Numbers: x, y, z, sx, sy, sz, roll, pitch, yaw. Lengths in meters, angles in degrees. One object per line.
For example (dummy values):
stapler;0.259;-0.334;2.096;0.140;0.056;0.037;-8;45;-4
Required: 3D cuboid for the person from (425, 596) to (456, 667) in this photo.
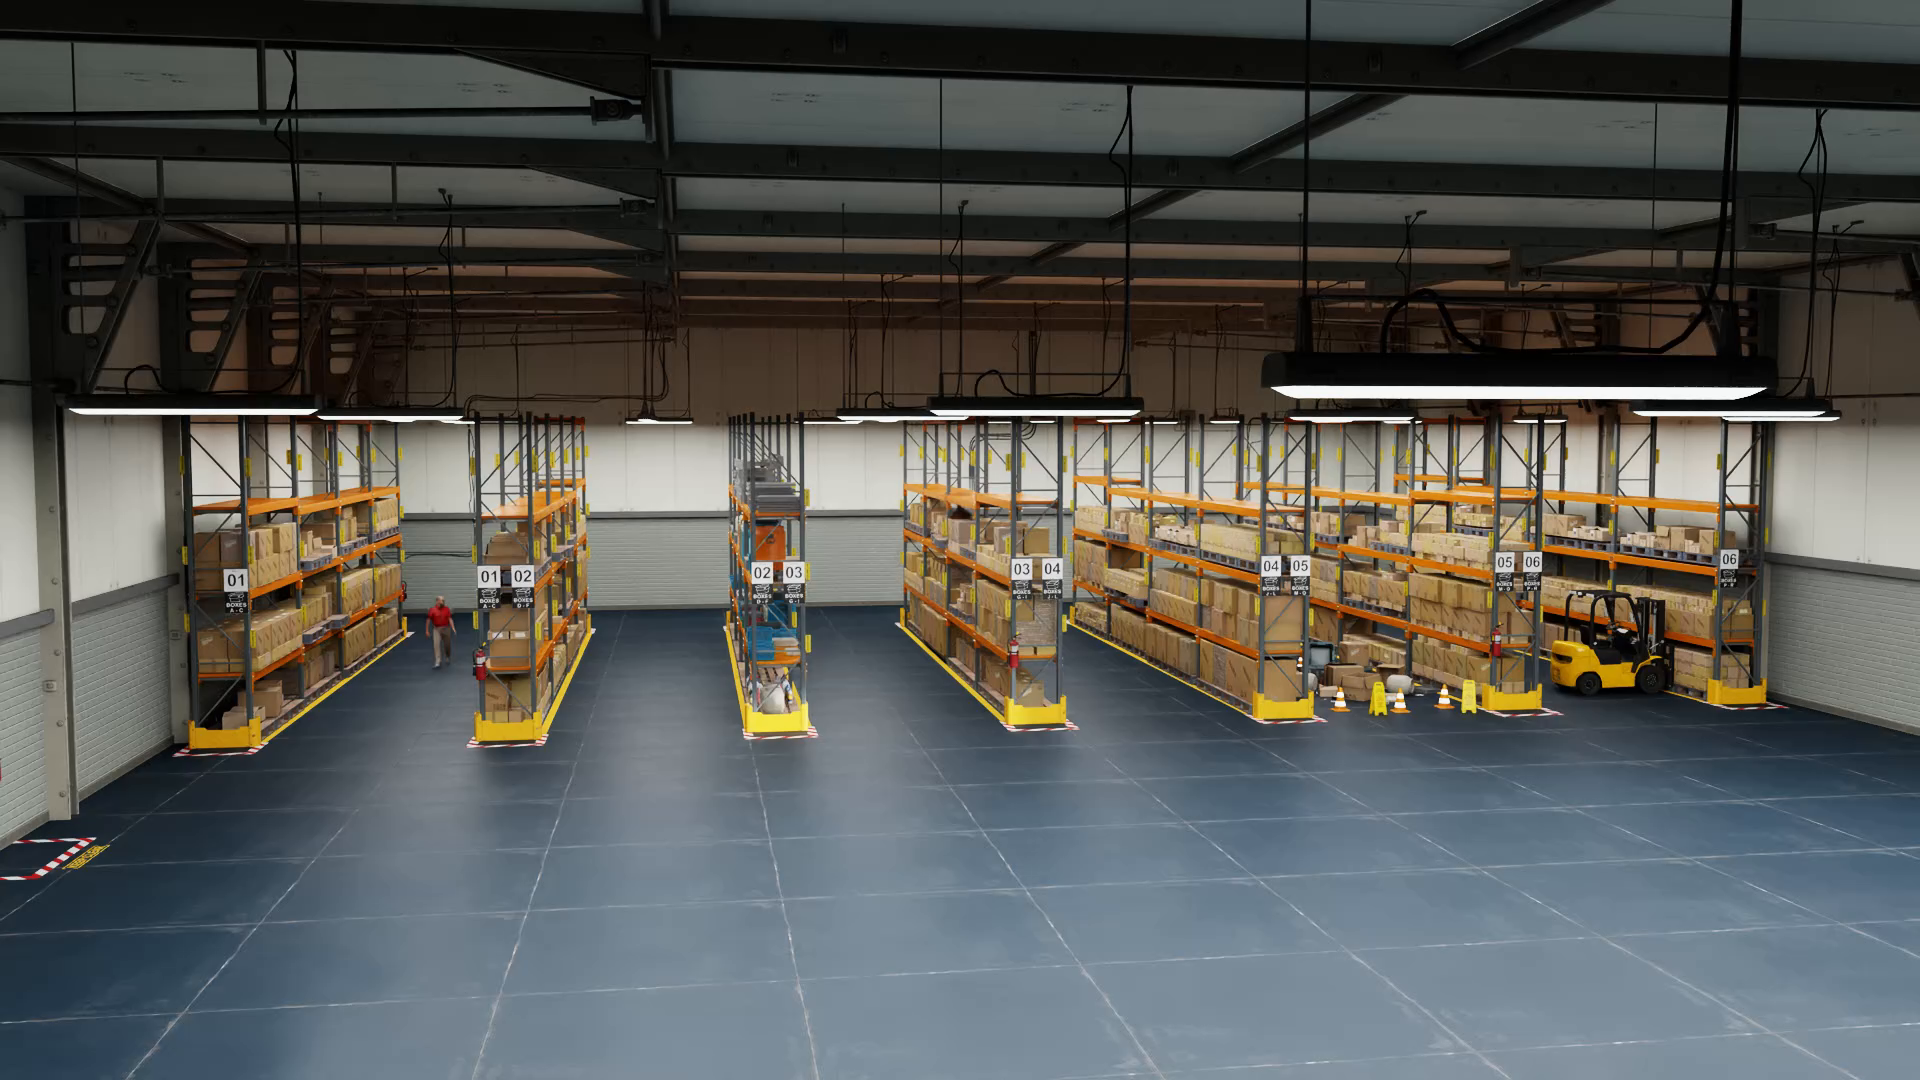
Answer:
person;-12.443;2.178;39.831;0.728;1.677;1.072;-1;4;-13
